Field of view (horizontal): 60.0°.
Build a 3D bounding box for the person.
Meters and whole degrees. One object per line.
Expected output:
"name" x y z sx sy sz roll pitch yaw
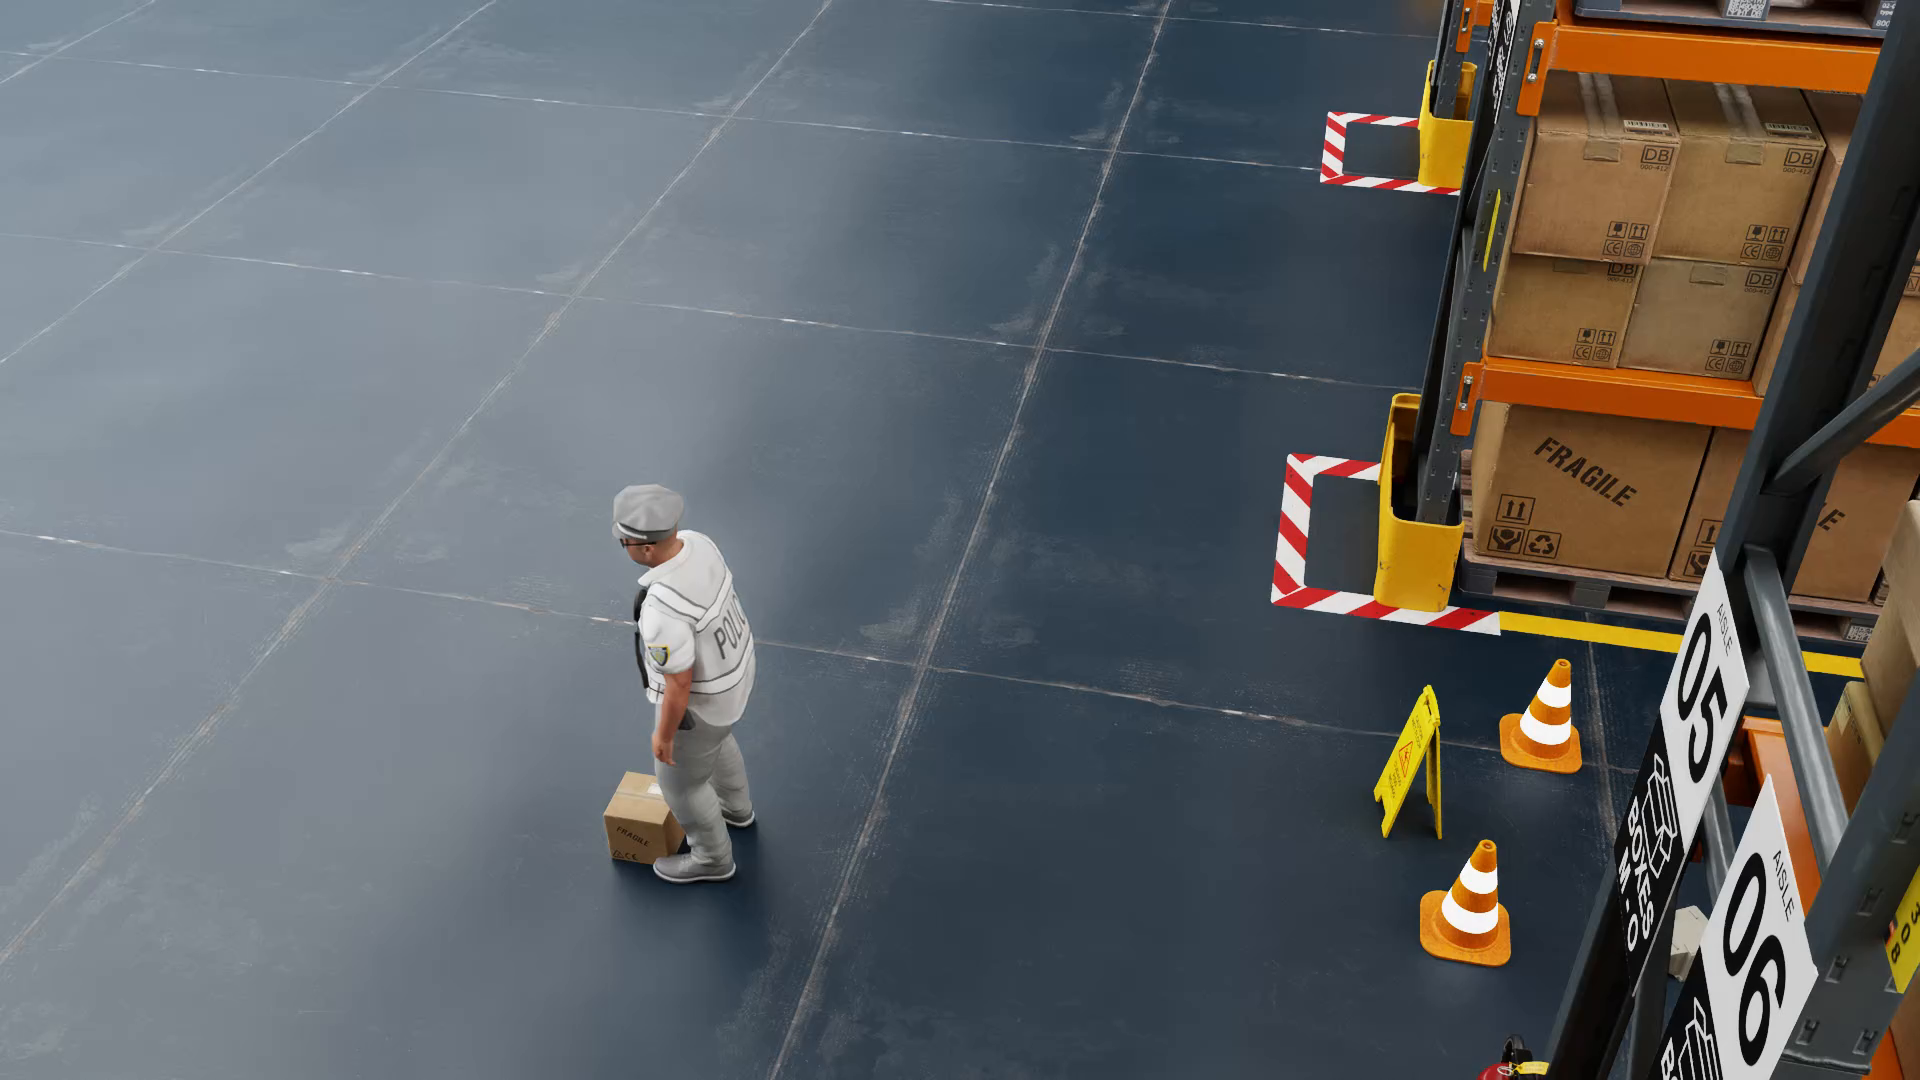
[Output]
"person" -0.988 0.554 6.204 0.431 1.750 0.606 5 37 7
